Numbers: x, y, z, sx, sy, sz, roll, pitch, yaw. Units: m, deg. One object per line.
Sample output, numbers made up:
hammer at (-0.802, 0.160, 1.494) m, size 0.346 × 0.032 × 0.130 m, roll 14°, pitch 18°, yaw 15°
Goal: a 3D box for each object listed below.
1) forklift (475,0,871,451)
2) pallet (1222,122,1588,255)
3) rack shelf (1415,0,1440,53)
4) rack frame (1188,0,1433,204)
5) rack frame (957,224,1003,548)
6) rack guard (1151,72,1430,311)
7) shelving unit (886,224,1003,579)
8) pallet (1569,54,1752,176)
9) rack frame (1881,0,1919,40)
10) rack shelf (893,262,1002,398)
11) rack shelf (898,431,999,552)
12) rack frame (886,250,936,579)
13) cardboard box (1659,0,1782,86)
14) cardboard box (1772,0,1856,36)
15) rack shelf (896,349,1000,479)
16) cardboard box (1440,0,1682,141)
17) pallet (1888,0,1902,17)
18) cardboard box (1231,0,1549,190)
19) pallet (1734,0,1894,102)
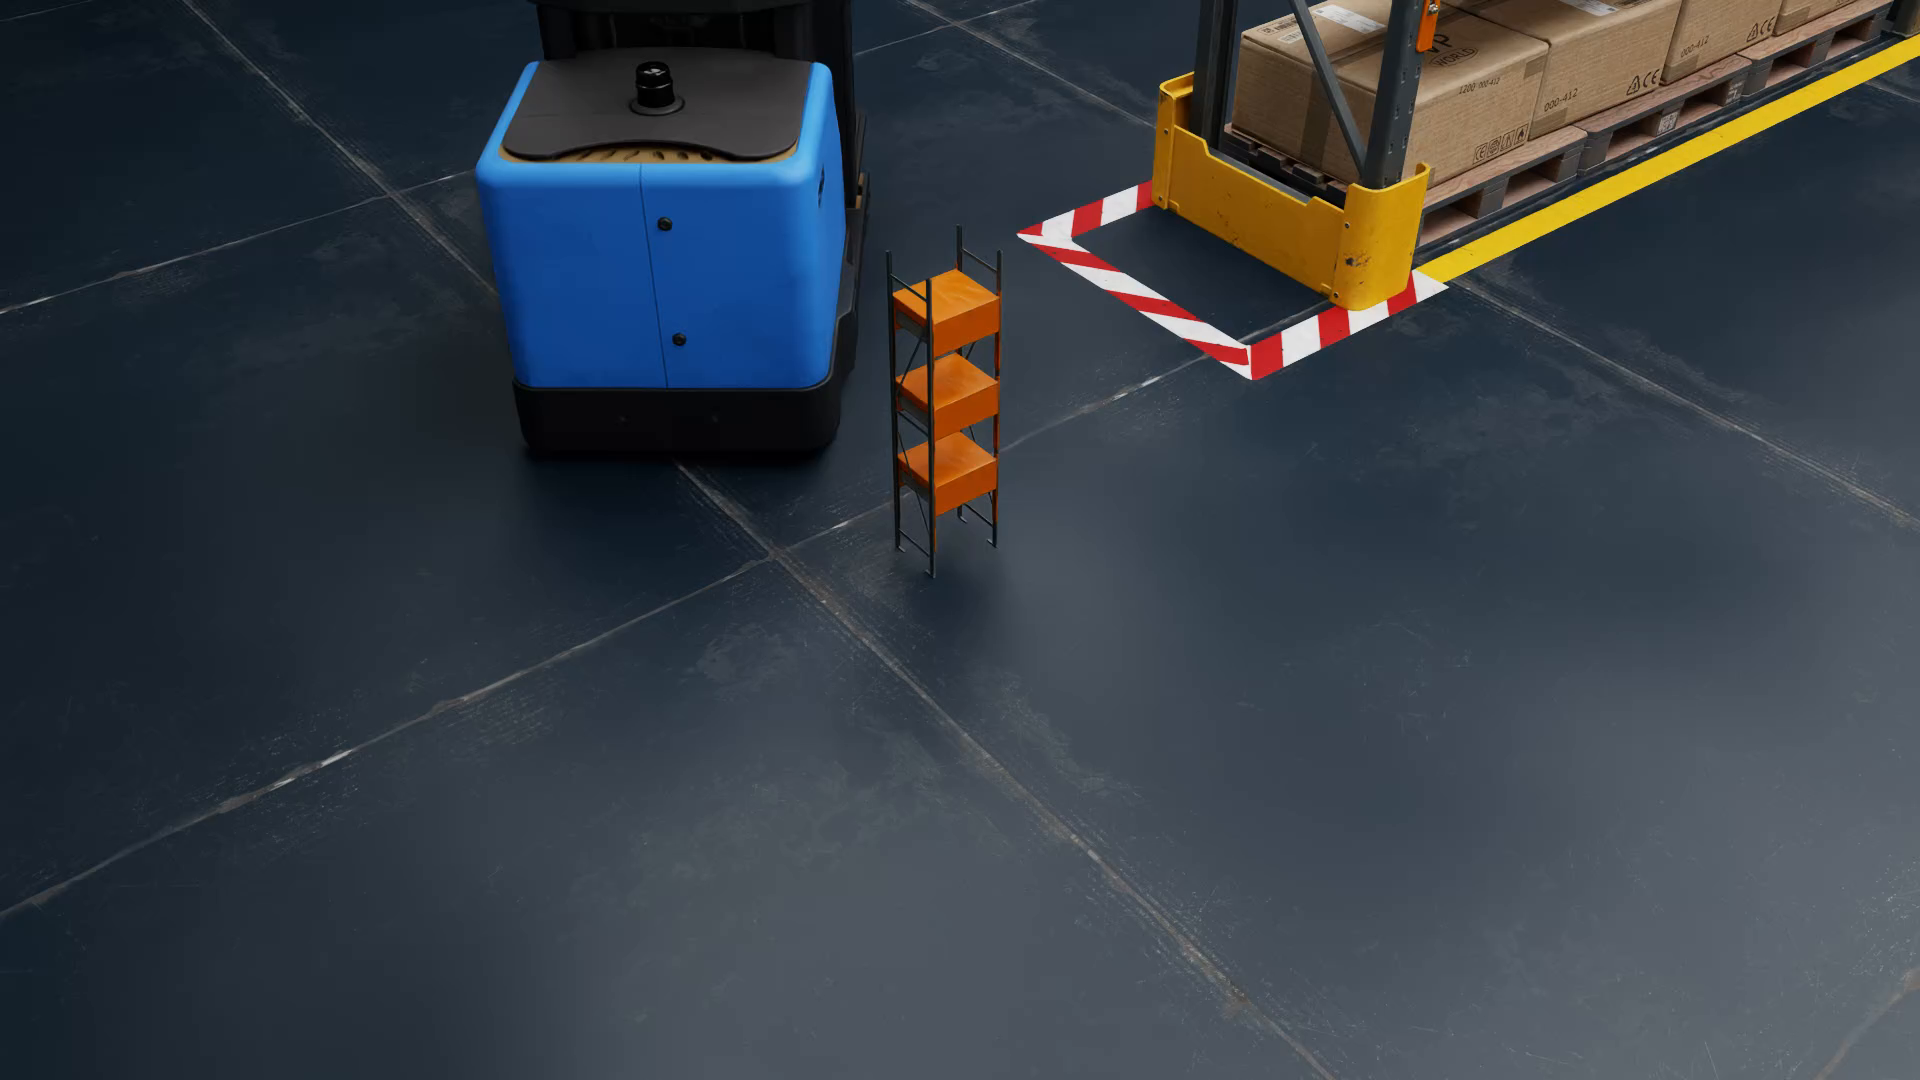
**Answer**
forklift at (-0.933, -2.333, 5.783) m, size 1.130 × 2.935 × 3.031 m, roll 0°, pitch 39°, yaw 0°
pallet at (1.874, -1.650, 7.096) m, size 1.213 × 0.211 × 1.003 m, roll -26°, pitch 46°, yaw -28°
rack shelf at (2.874, -2.875, 6.957) m, size 4.000 × 0.370 × 1.077 m, roll -26°, pitch 46°, yaw -28°
rack frame at (1.288, -2.380, 5.786) m, size 0.127 × 3.000 × 1.000 m, roll -26°, pitch 46°, yaw -28°
rack frame at (0.054, -0.432, 4.949) m, size 0.008 × 1.050 × 0.200 m, roll -26°, pitch 46°, yaw -28°
rack guard at (1.269, -1.405, 6.568) m, size 0.348 × 0.500 × 1.175 m, roll -26°, pitch 46°, yaw -28°
shelving unit at (-0.042, -0.385, 4.892) m, size 0.252 × 1.050 × 0.215 m, roll -26°, pitch 46°, yaw -28°
pallet at (2.841, -2.119, 7.667) m, size 1.213 × 0.211 × 1.003 m, roll -26°, pitch 46°, yaw -28°
rack frame at (4.460, -3.926, 7.671) m, size 0.127 × 3.000 × 1.000 m, roll -26°, pitch 46°, yaw -28°
rack shelf at (-0.042, -0.596, 4.719) m, size 0.240 × 0.259 × 0.215 m, roll -26°, pitch 46°, yaw -28°
rack shelf at (-0.042, -0.162, 5.075) m, size 0.240 × 0.259 × 0.215 m, roll -26°, pitch 46°, yaw -28°
rack frame at (-0.139, -0.338, 4.834) m, size 0.008 × 1.050 × 0.200 m, roll -26°, pitch 46°, yaw -28°
cardboard box at (3.187, -2.563, 7.698) m, size 0.875 × 0.438 × 0.875 m, roll -27°, pitch 47°, yaw -29°
cardboard box at (3.897, -2.909, 8.120) m, size 0.875 × 0.438 × 0.875 m, roll -27°, pitch 46°, yaw -29°
rack shelf at (-0.042, -0.377, 4.899) m, size 0.240 × 0.259 × 0.215 m, roll -26°, pitch 46°, yaw -28°
cardboard box at (2.471, -2.215, 7.274) m, size 0.875 × 0.438 × 0.875 m, roll -25°, pitch 45°, yaw -27°
pallet at (5.026, -3.184, 8.965) m, size 1.213 × 0.211 × 1.003 m, roll -26°, pitch 46°, yaw -28°
cardboard box at (1.751, -1.857, 6.838) m, size 0.875 × 0.438 × 0.875 m, roll -28°, pitch 47°, yaw -29°
pallet at (3.809, -2.593, 8.245) m, size 1.213 × 0.211 × 1.003 m, roll -26°, pitch 46°, yaw -28°
